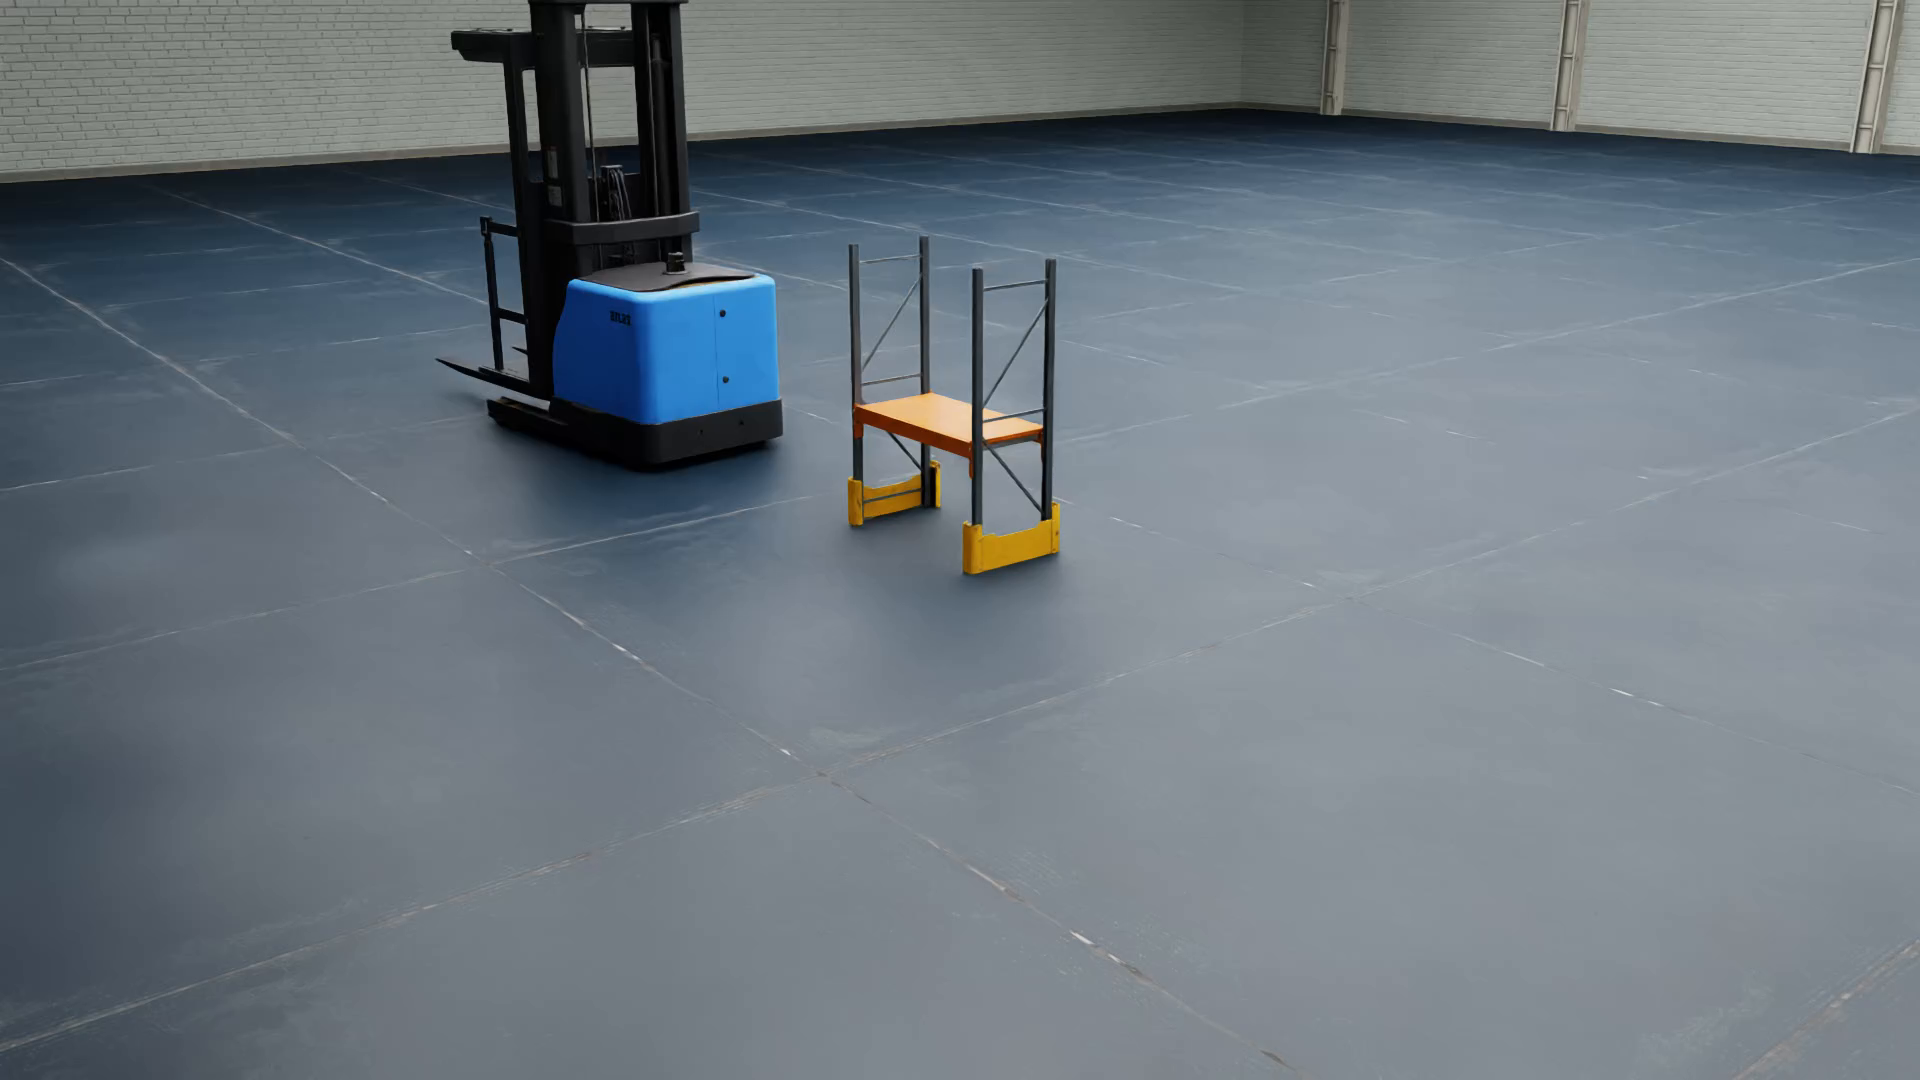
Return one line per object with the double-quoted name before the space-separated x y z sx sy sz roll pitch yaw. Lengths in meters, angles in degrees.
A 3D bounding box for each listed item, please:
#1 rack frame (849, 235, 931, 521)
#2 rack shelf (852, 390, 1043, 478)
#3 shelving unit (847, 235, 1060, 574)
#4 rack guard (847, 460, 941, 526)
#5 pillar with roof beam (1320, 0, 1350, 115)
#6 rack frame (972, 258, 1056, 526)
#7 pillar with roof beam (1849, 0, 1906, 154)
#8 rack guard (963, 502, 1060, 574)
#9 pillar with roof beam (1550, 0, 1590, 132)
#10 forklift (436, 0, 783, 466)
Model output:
"rack frame" -0.369 -0.858 8.929 0.500 1.500 0.032 -14 23 -36
"rack shelf" -0.053 -0.562 8.608 0.538 0.185 1.000 -14 23 -36
"shelving unit" -0.047 -0.731 8.544 0.587 1.500 1.083 -14 23 -36
"rack guard" -0.357 -0.260 9.112 0.587 0.250 0.087 -14 23 -36
"pillar with roof beam" 5.177 -13.243 34.402 9.100 9.000 0.400 -14 23 -36
"rack frame" 0.263 -0.608 8.173 0.500 1.500 0.032 -14 23 -36
"pillar with roof beam" 12.628 -10.286 25.472 9.100 9.000 0.400 -14 23 -36
"rack guard" 0.262 -0.015 8.370 0.587 0.250 0.087 -14 23 -36
"pillar with roof beam" 8.902 -11.765 29.937 9.100 9.000 0.400 -14 23 -36
"forklift" -2.496 -2.220 10.765 1.130 2.935 3.031 -17 25 -41
